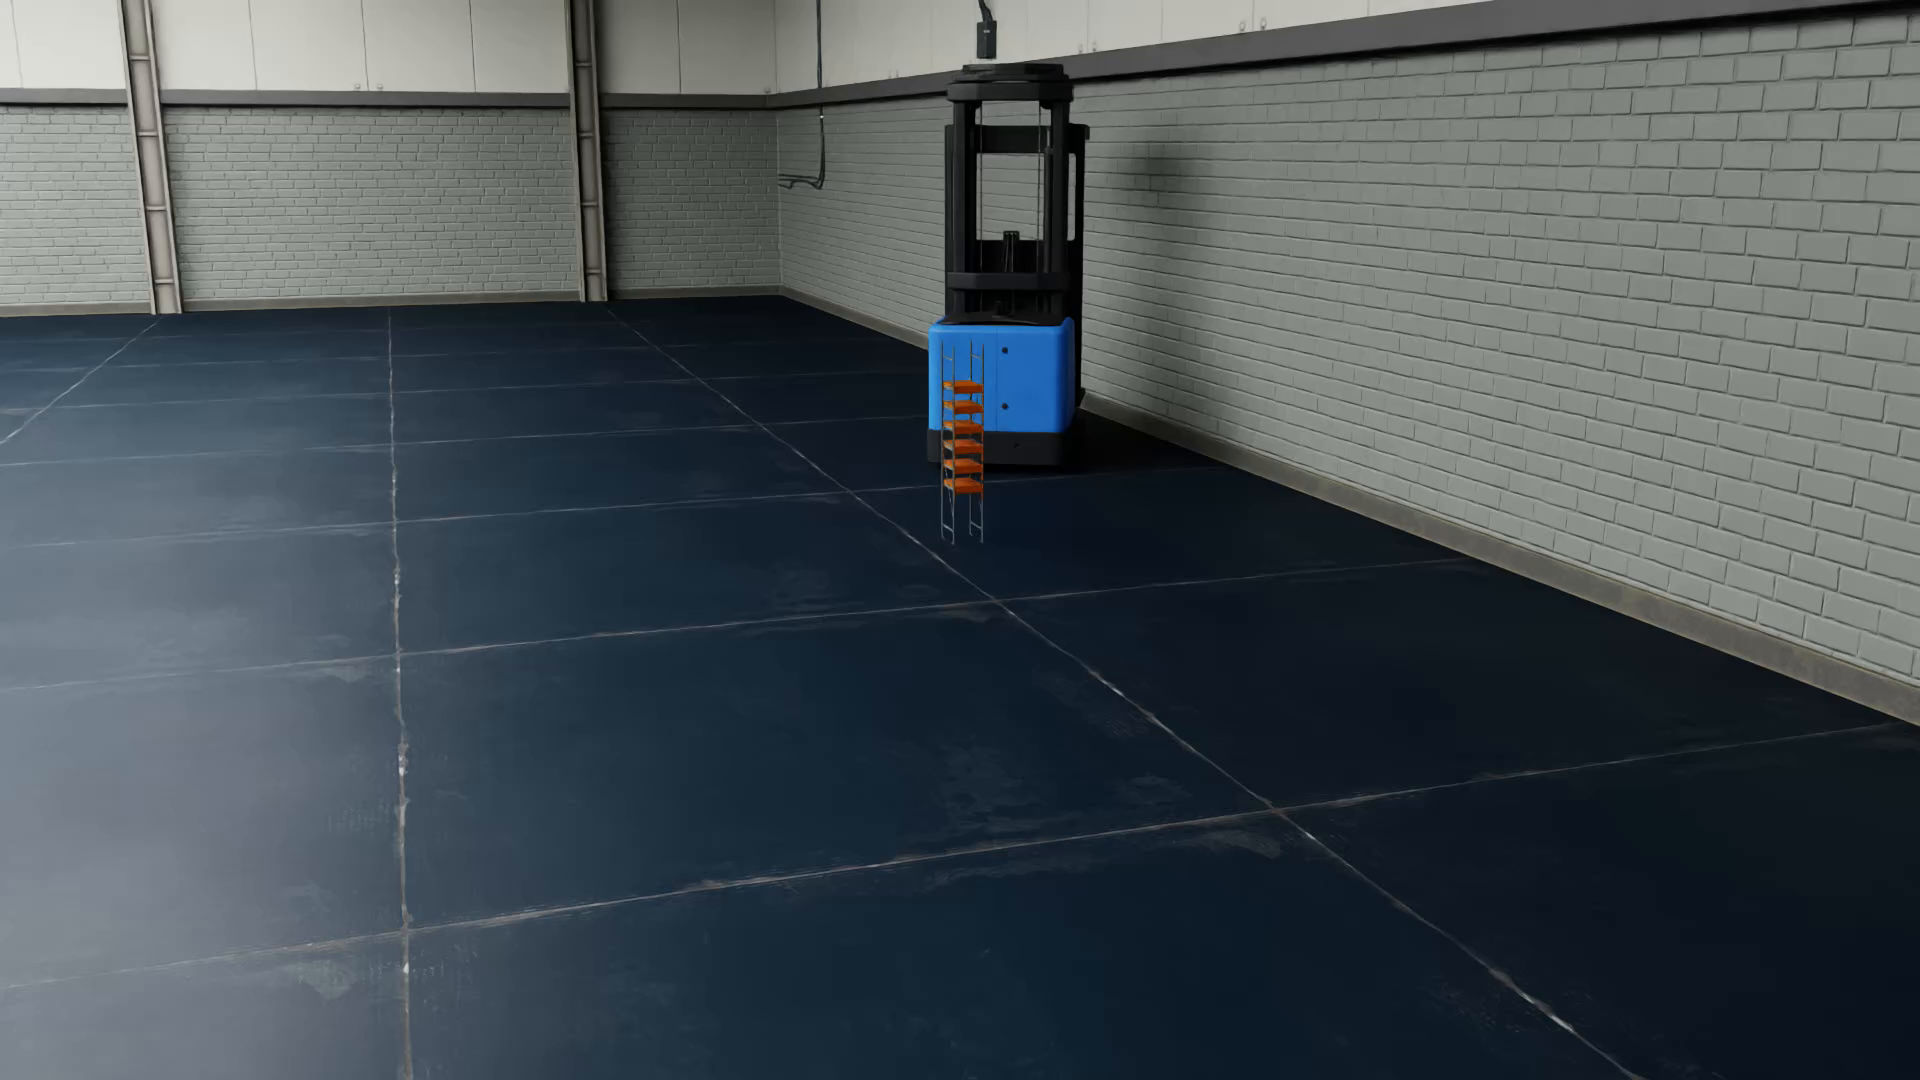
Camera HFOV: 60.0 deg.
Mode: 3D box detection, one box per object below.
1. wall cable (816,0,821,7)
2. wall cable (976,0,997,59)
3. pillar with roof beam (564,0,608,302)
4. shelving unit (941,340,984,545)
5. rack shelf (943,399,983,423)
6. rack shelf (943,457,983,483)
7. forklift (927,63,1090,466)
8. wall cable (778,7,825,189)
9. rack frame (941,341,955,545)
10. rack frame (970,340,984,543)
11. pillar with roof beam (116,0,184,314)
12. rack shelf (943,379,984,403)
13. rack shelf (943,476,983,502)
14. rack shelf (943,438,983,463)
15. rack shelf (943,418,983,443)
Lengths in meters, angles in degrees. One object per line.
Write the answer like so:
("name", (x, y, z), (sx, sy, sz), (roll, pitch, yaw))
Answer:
("wall cable", (-1.581, -8.355, 21.618), (0.112, 2.526, 3.097), (-4, 14, -18))
("wall cable", (0.569, -7.573, 15.186), (0.169, 6.003, 2.305), (-4, 14, -18))
("pillar with roof beam", (-4.284, -7.130, 20.674), (0.400, 9.000, 9.100), (-4, 14, -18))
("shelving unit", (0.014, -0.585, 10.008), (0.189, 1.200, 0.258), (-4, 14, -18))
("rack shelf", (0.014, -0.775, 9.963), (0.180, 0.103, 0.258), (-4, 14, -18))
("rack shelf", (0.014, -0.425, 10.046), (0.180, 0.103, 0.258), (-4, 14, -18))
("forklift", (0.454, -2.259, 13.308), (1.130, 2.935, 3.031), (2, 13, 7))
("wall cable", (-2.443, -6.491, 24.697), (0.112, 2.526, 3.097), (-4, 14, -18))
("rack frame", (-0.073, -0.578, 9.980), (0.006, 1.200, 0.240), (-4, 14, -18))
("rack frame", (0.100, -0.592, 10.037), (0.006, 1.200, 0.240), (-4, 14, -18))
("pillar with roof beam", (-9.971, -6.688, 18.812), (0.400, 9.000, 9.100), (-4, 14, -18))
("rack shelf", (0.014, -0.892, 9.935), (0.180, 0.103, 0.258), (-4, 14, -18))
("rack shelf", (0.014, -0.308, 10.074), (0.180, 0.103, 0.258), (-4, 14, -18))
("rack shelf", (0.014, -0.542, 10.019), (0.180, 0.103, 0.258), (-4, 14, -18))
("rack shelf", (0.014, -0.658, 9.991), (0.180, 0.103, 0.258), (-4, 14, -18))
